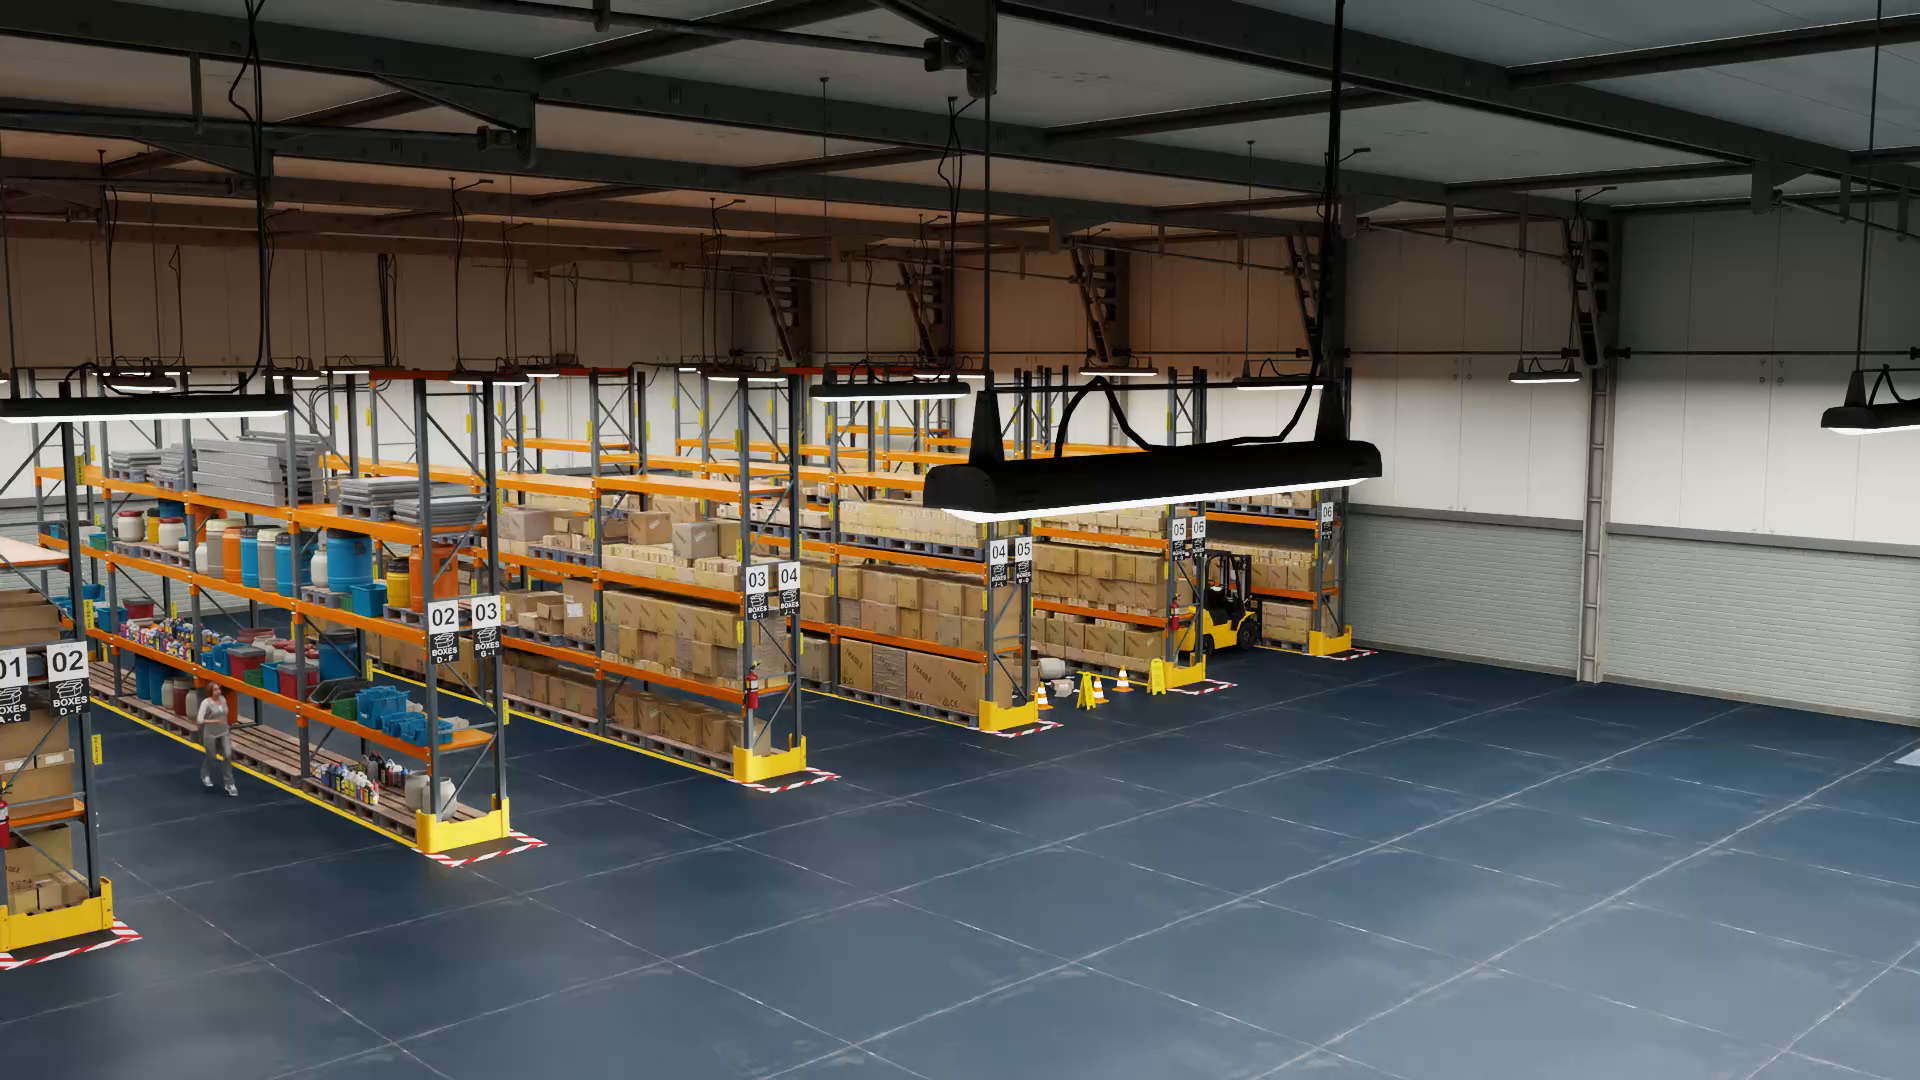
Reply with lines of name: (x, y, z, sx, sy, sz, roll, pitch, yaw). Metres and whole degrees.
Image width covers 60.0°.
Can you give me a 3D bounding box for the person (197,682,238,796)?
person: (-10.709, 2.829, 23.890, 0.817, 1.623, 0.531, 6, 8, 40)
